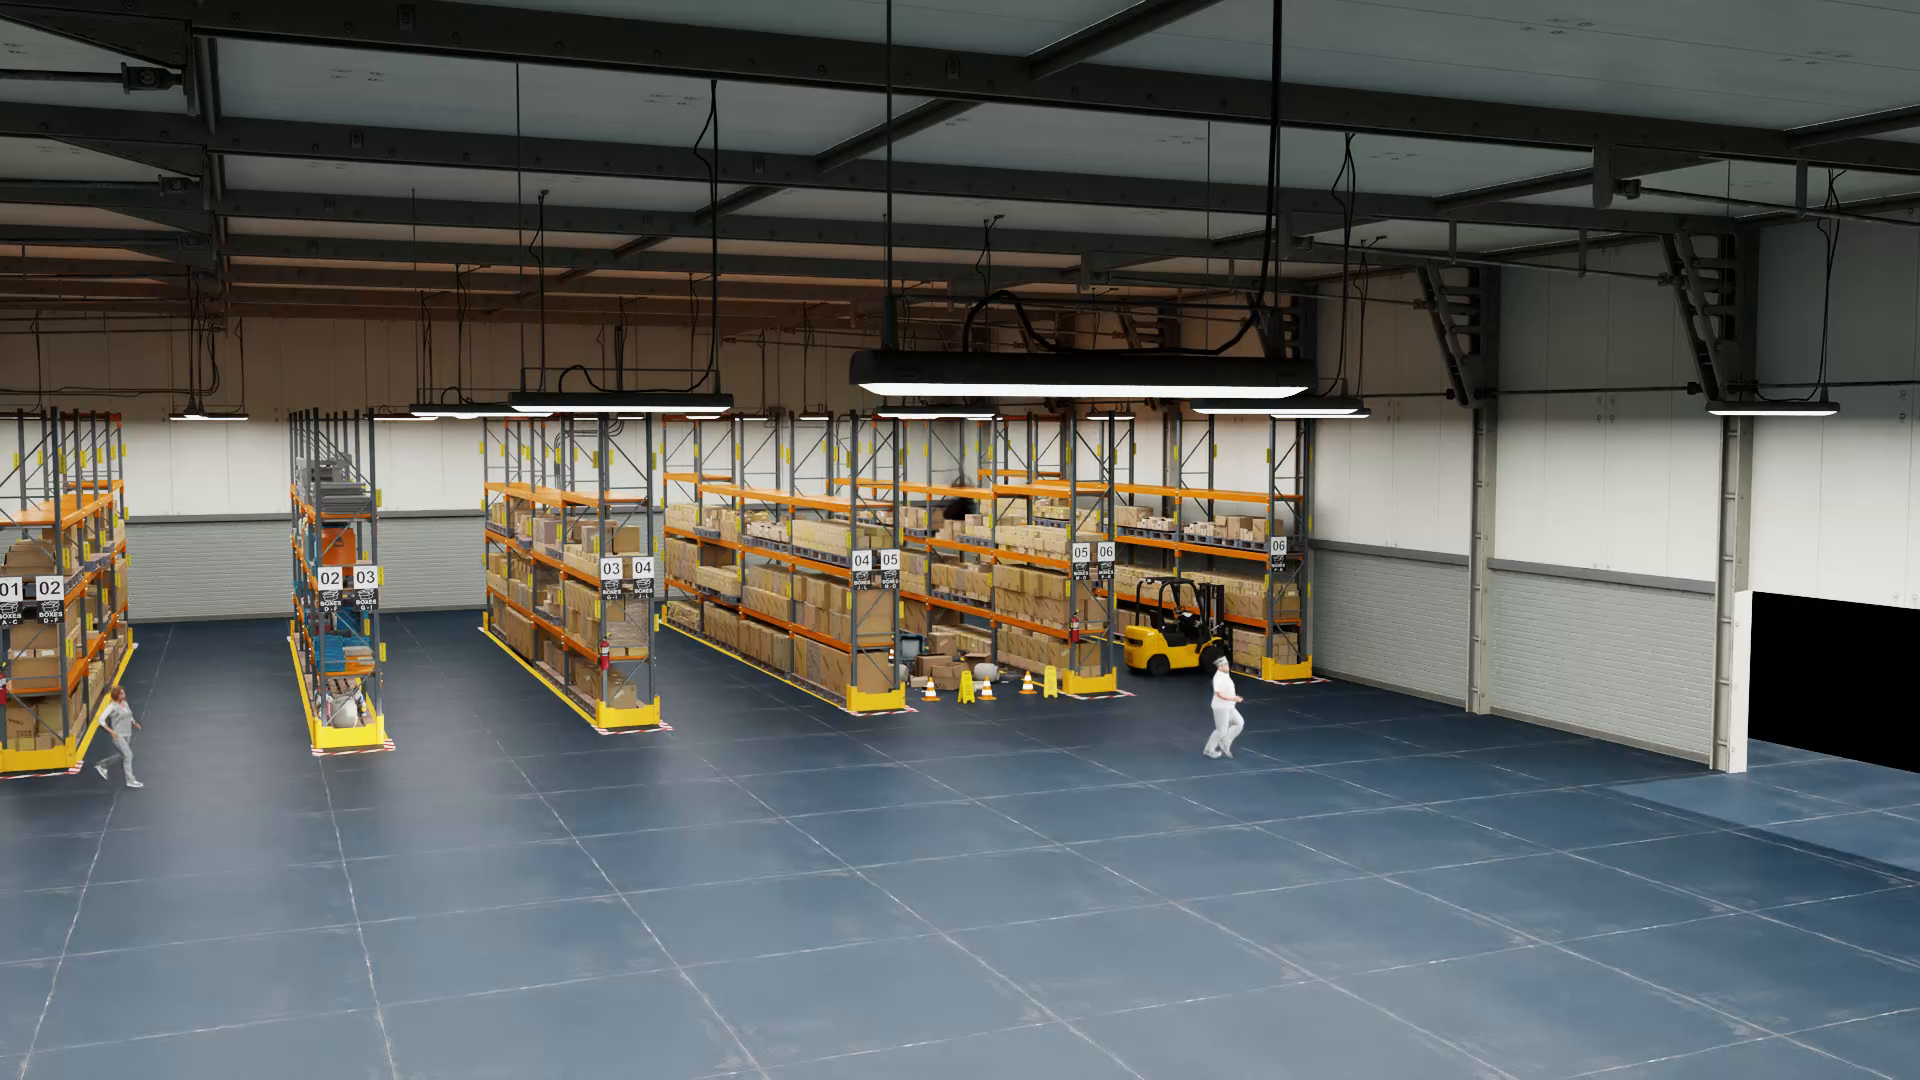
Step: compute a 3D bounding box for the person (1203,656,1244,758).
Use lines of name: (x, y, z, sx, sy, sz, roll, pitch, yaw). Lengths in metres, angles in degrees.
person: (4.535, 2.866, 28.492, 0.694, 1.780, 0.673, 2, 4, 22)

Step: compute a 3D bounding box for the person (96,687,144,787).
person: (-13.255, 3.095, 26.156, 0.823, 1.578, 0.565, 1, 4, 7)
